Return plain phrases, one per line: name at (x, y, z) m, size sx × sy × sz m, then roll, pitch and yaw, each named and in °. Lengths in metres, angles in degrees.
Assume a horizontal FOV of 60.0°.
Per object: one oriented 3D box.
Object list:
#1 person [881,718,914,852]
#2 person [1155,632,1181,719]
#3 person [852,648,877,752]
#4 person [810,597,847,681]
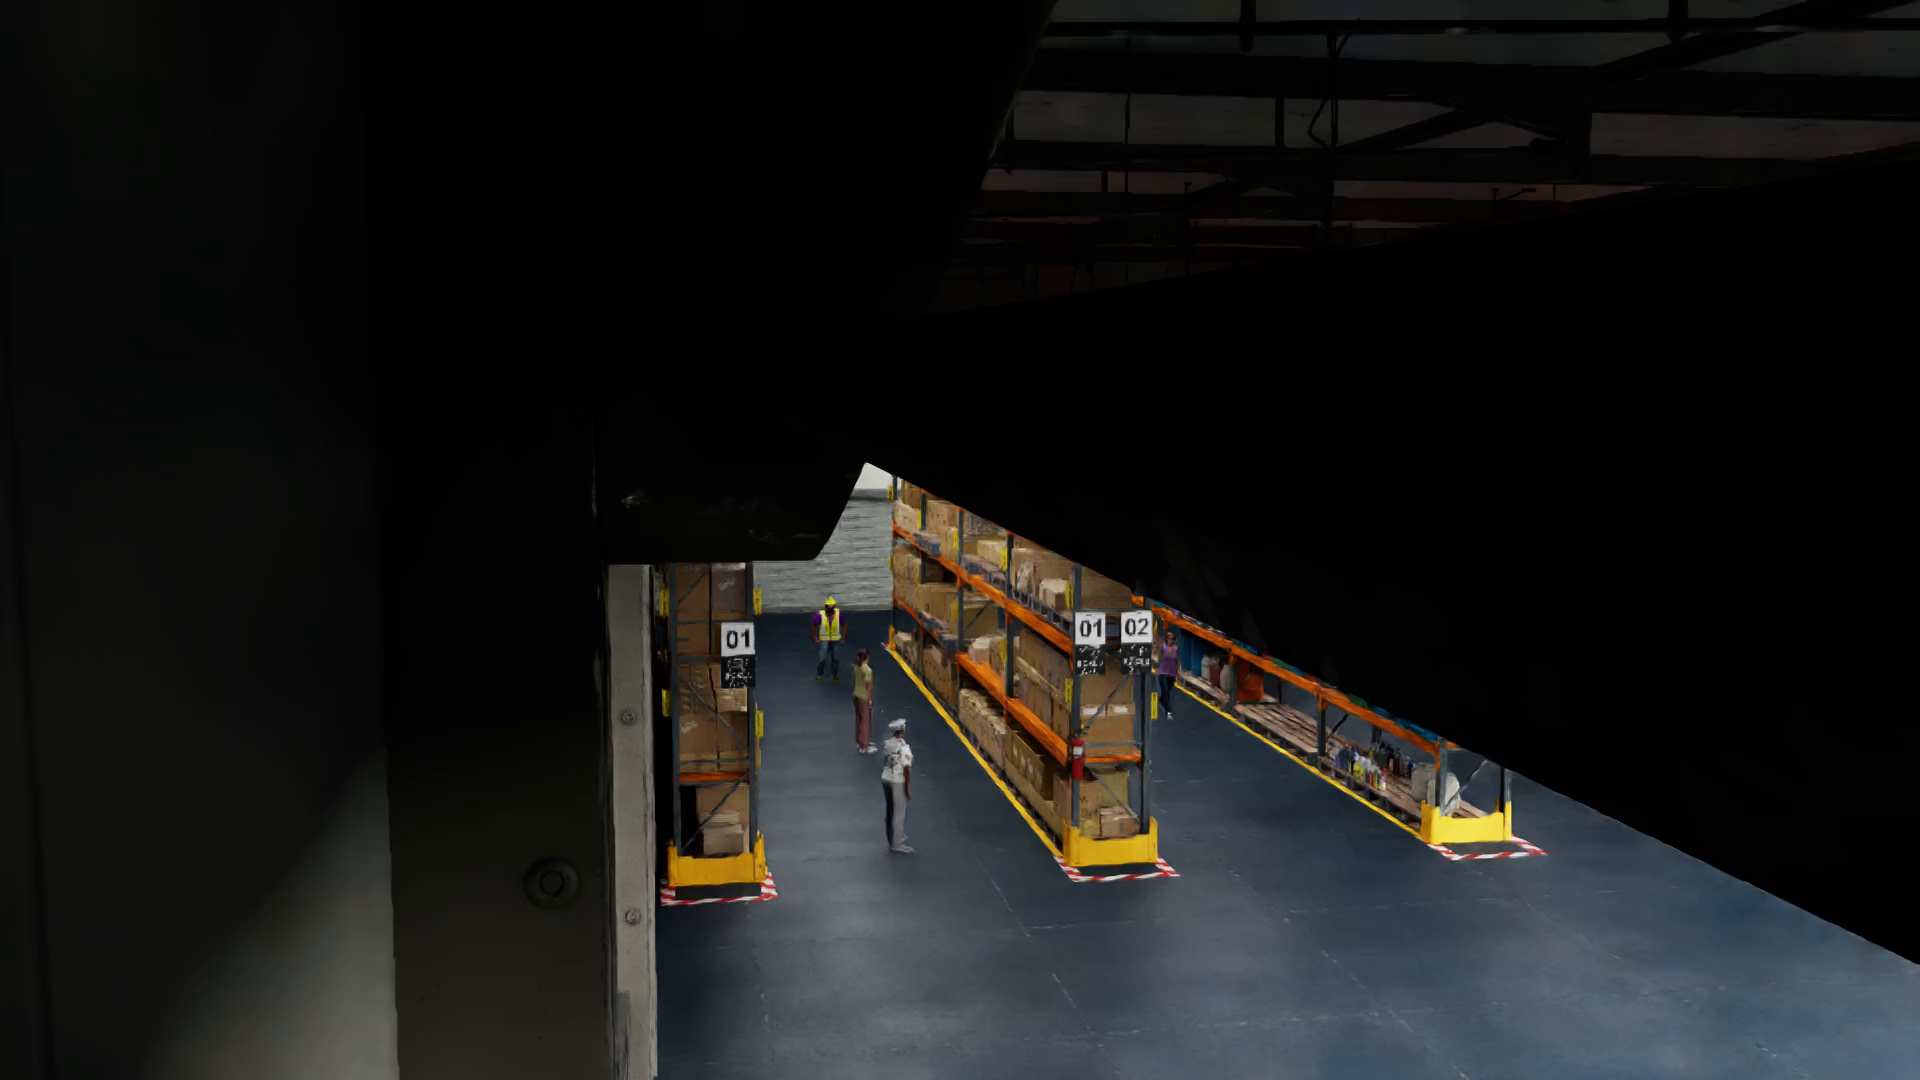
person at (-0.782, 3.155, 21.574) m, size 0.437 × 1.684 × 0.553 m, roll -5°, pitch 8°, yaw -39°
person at (3.719, 2.385, 29.599) m, size 0.415 × 1.480 × 1.042 m, roll -1°, pitch 6°, yaw -13°
person at (-1.525, 2.572, 26.974) m, size 0.441 × 1.675 × 0.498 m, roll -5°, pitch 8°, yaw -39°
person at (-2.573, 1.957, 32.682) m, size 0.719 × 1.714 × 0.578 m, roll -1°, pitch 6°, yaw -12°
